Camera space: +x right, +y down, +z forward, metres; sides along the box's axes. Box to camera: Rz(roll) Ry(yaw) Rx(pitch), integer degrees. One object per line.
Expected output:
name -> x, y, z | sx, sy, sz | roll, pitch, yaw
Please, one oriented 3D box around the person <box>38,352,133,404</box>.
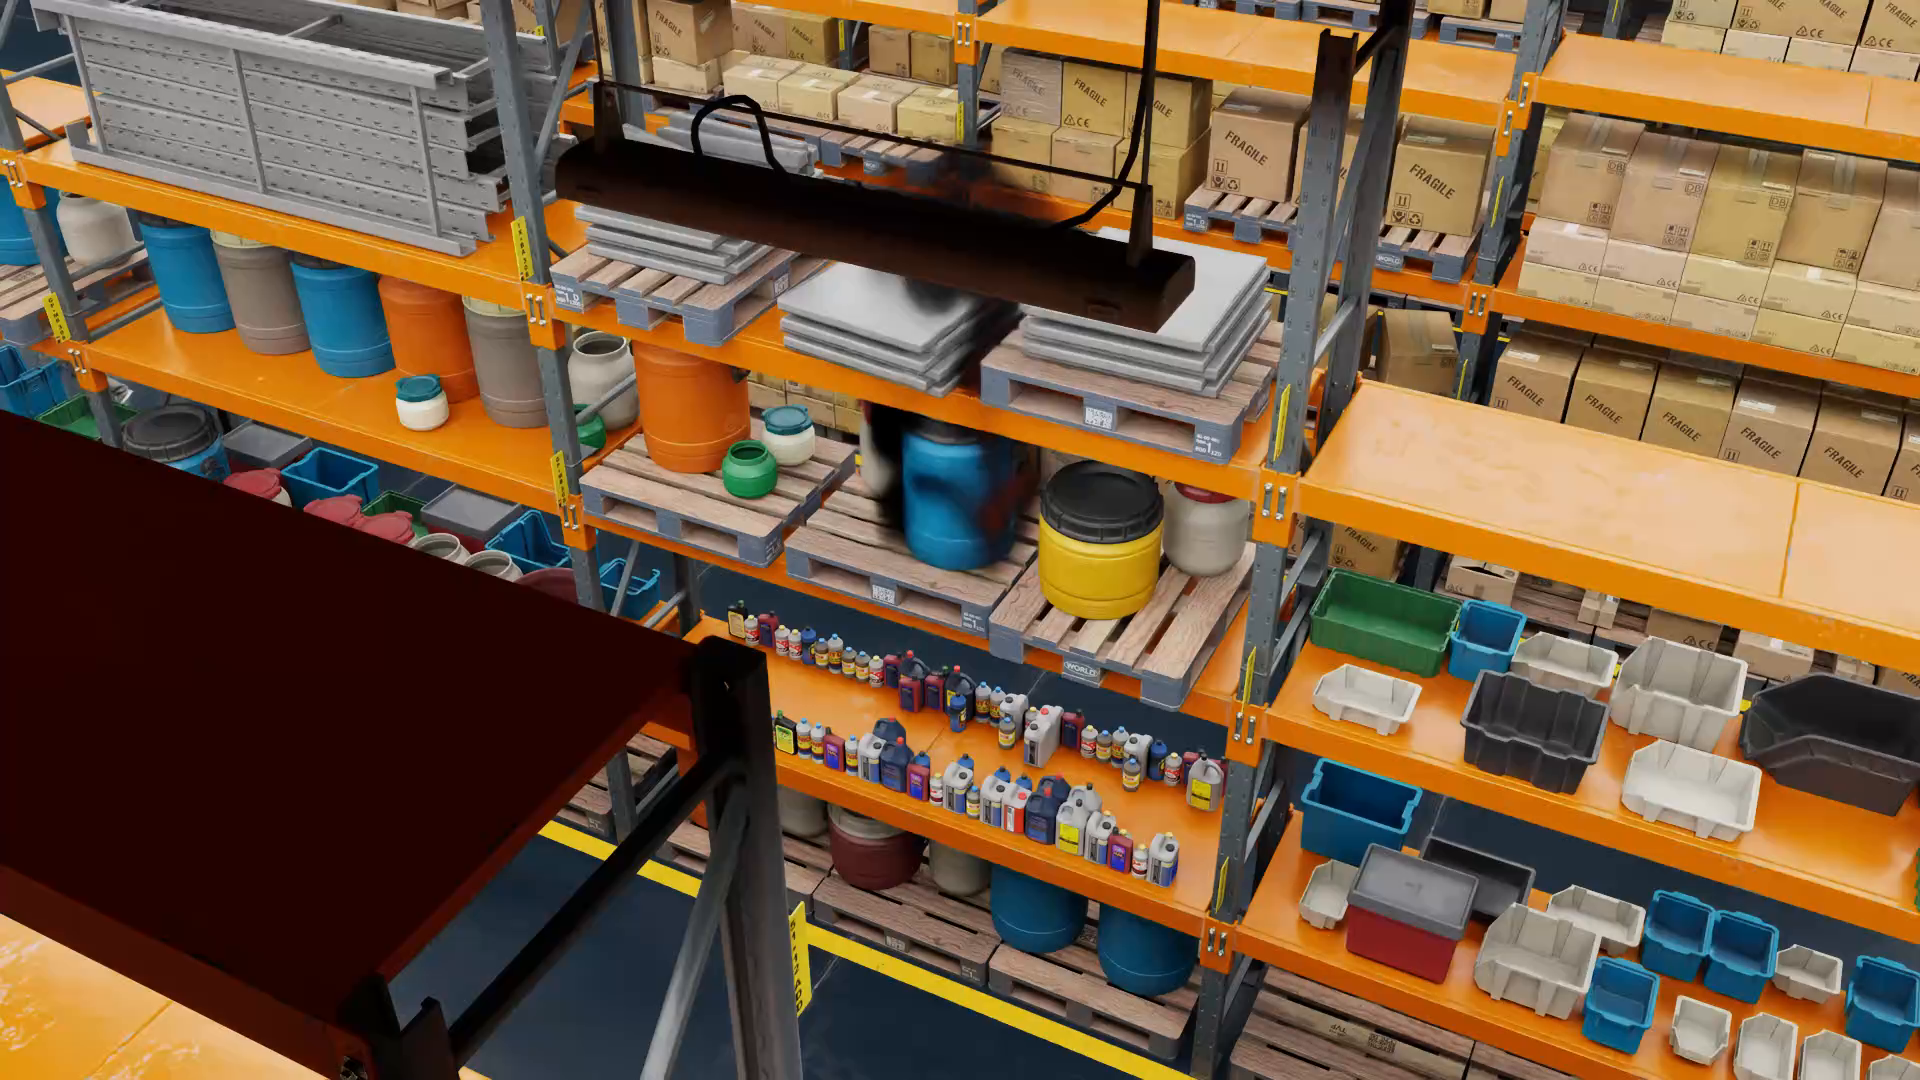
person -> -8.115, -1.757, 15.019 | 0.878, 1.572, 0.530 | -10, 36, -14
